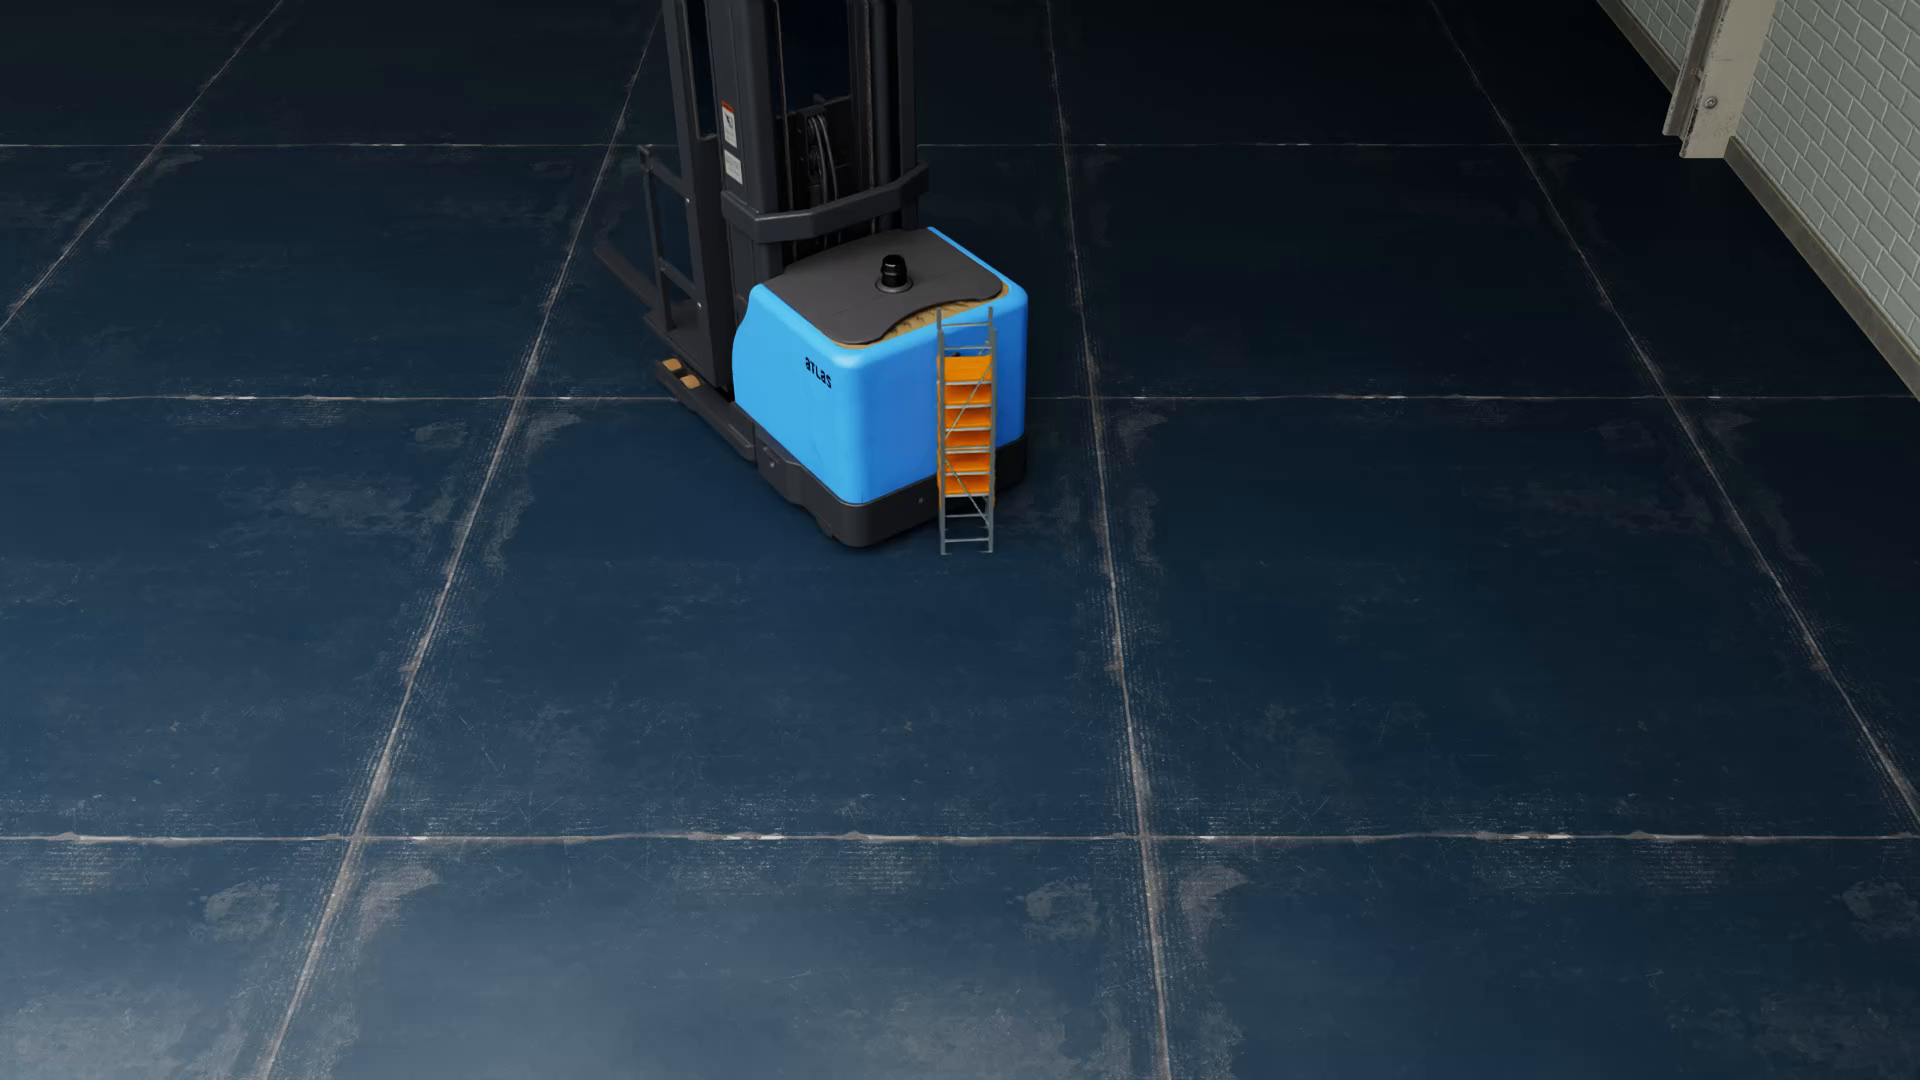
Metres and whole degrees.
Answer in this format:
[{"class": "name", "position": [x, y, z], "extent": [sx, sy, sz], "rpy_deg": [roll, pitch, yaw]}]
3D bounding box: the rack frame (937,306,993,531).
[{"class": "rack frame", "position": [0.020, -0.518, 7.437], "extent": [0.240, 1.200, 0.006], "rpy_deg": [-3, 39, -3]}]

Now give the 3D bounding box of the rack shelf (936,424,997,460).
[{"class": "rack shelf", "position": [0.026, -0.427, 7.394], "extent": [0.258, 0.103, 0.180], "rpy_deg": [-3, 39, -3]}]

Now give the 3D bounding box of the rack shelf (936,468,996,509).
[{"class": "rack shelf", "position": [0.026, -0.239, 7.544], "extent": [0.258, 0.103, 0.180], "rpy_deg": [-3, 39, -3]}]

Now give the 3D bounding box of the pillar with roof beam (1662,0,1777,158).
[{"class": "pillar with roof beam", "position": [0.565, -6.130, 8.203], "extent": [9.100, 9.000, 0.400], "rpy_deg": [0, 39, 0]}]

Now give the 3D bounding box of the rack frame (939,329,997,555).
[{"class": "rack frame", "position": [0.033, -0.404, 7.295], "extent": [0.240, 1.200, 0.006], "rpy_deg": [-3, 39, -3]}]

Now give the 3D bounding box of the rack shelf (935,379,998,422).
[{"class": "rack shelf", "position": [0.027, -0.614, 7.243], "extent": [0.258, 0.103, 0.180], "rpy_deg": [-3, 39, -3]}]

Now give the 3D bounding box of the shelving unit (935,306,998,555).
[{"class": "shelving unit", "position": [0.026, -0.461, 7.366], "extent": [0.258, 1.200, 0.189], "rpy_deg": [-3, 39, -3]}]

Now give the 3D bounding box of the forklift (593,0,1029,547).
[{"class": "forklift", "position": [-0.941, -1.989, 7.889], "extent": [1.130, 2.935, 3.031], "rpy_deg": [-24, 45, -27]}]

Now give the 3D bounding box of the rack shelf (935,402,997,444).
[{"class": "rack shelf", "position": [0.026, -0.520, 7.318], "extent": [0.258, 0.103, 0.180], "rpy_deg": [-3, 39, -3]}]

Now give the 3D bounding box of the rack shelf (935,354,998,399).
[{"class": "rack shelf", "position": [0.027, -0.708, 7.168], "extent": [0.258, 0.103, 0.180], "rpy_deg": [-3, 39, -3]}]

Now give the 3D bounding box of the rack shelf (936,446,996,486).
[{"class": "rack shelf", "position": [0.026, -0.333, 7.469], "extent": [0.258, 0.103, 0.180], "rpy_deg": [-3, 39, -3]}]
